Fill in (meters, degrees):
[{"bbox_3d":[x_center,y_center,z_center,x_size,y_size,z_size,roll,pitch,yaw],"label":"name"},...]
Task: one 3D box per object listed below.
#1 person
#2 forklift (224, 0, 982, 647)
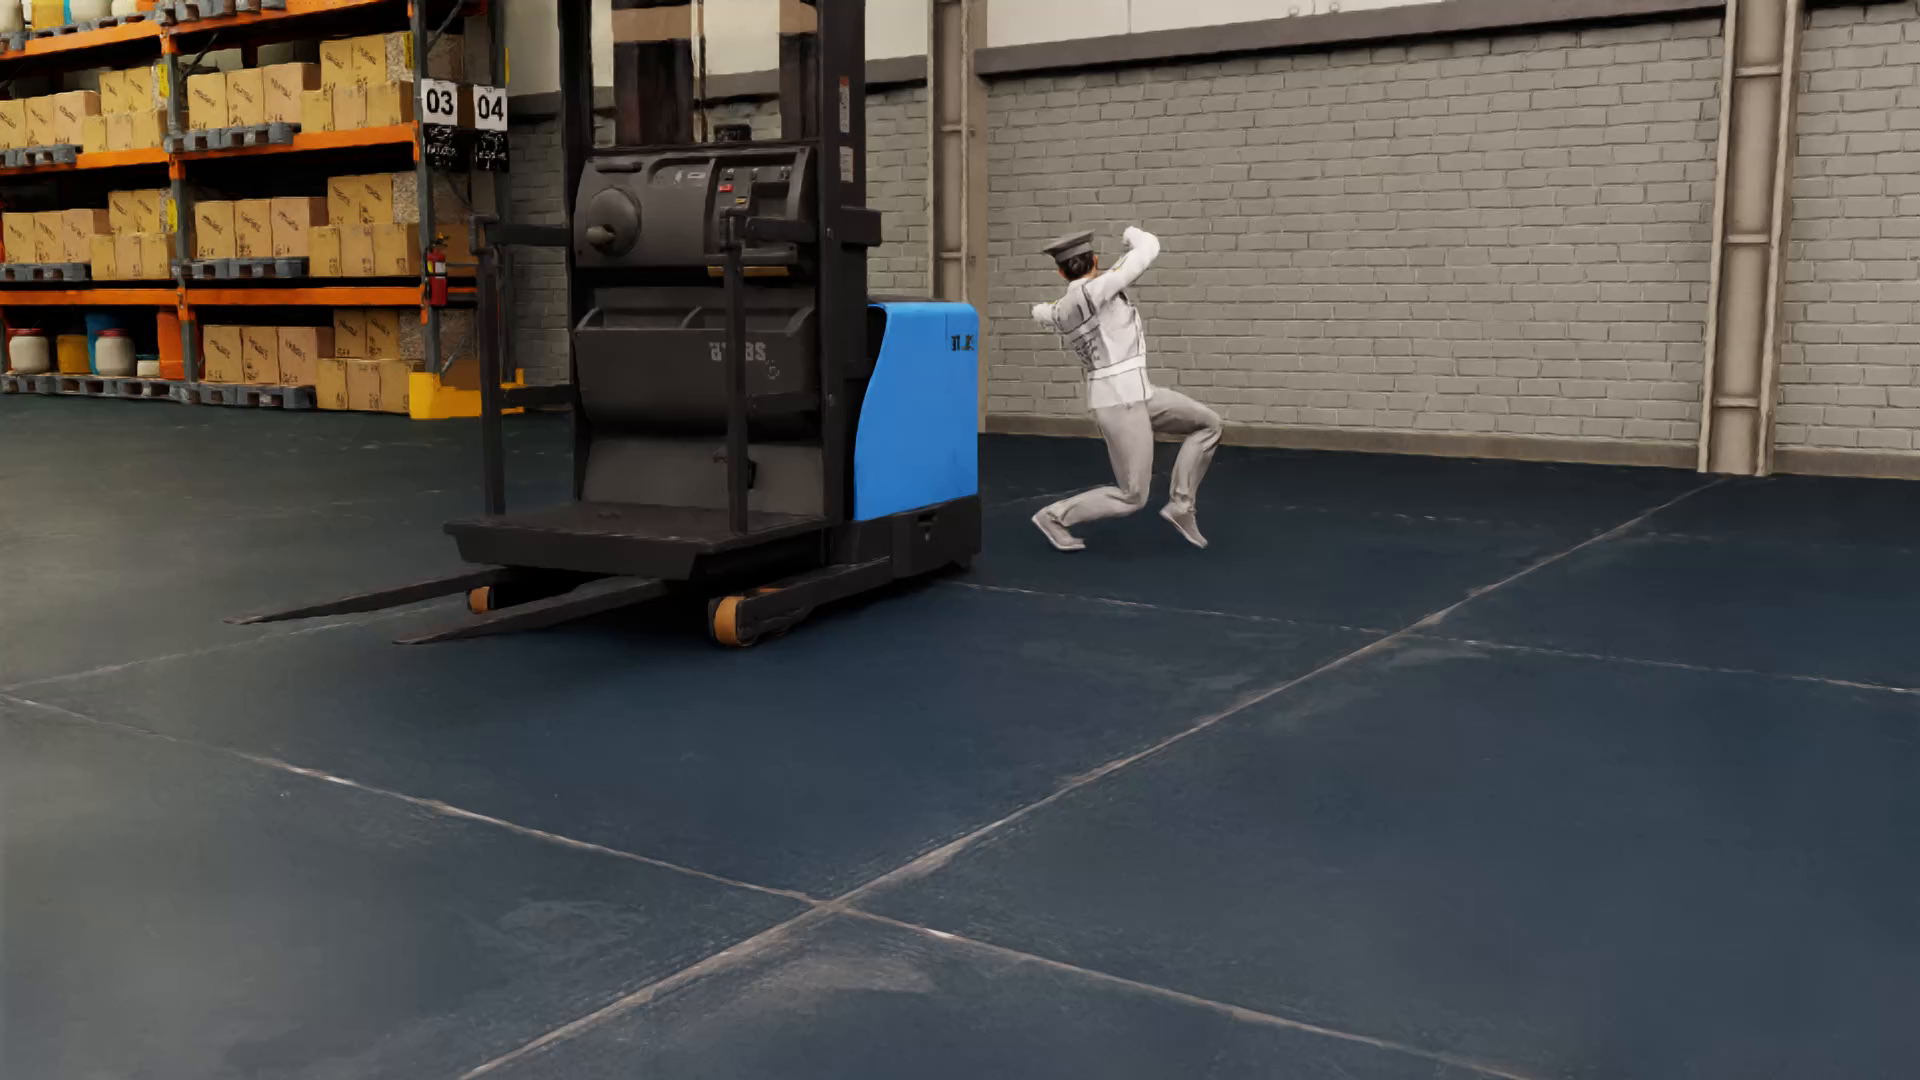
[{"bbox_3d":[0.736,-0.683,7.487,0.848,1.429,0.975,0,8,0],"label":"person"},{"bbox_3d":[-1.019,-1.183,5.513,1.130,2.935,3.031,4,9,26],"label":"forklift"}]
